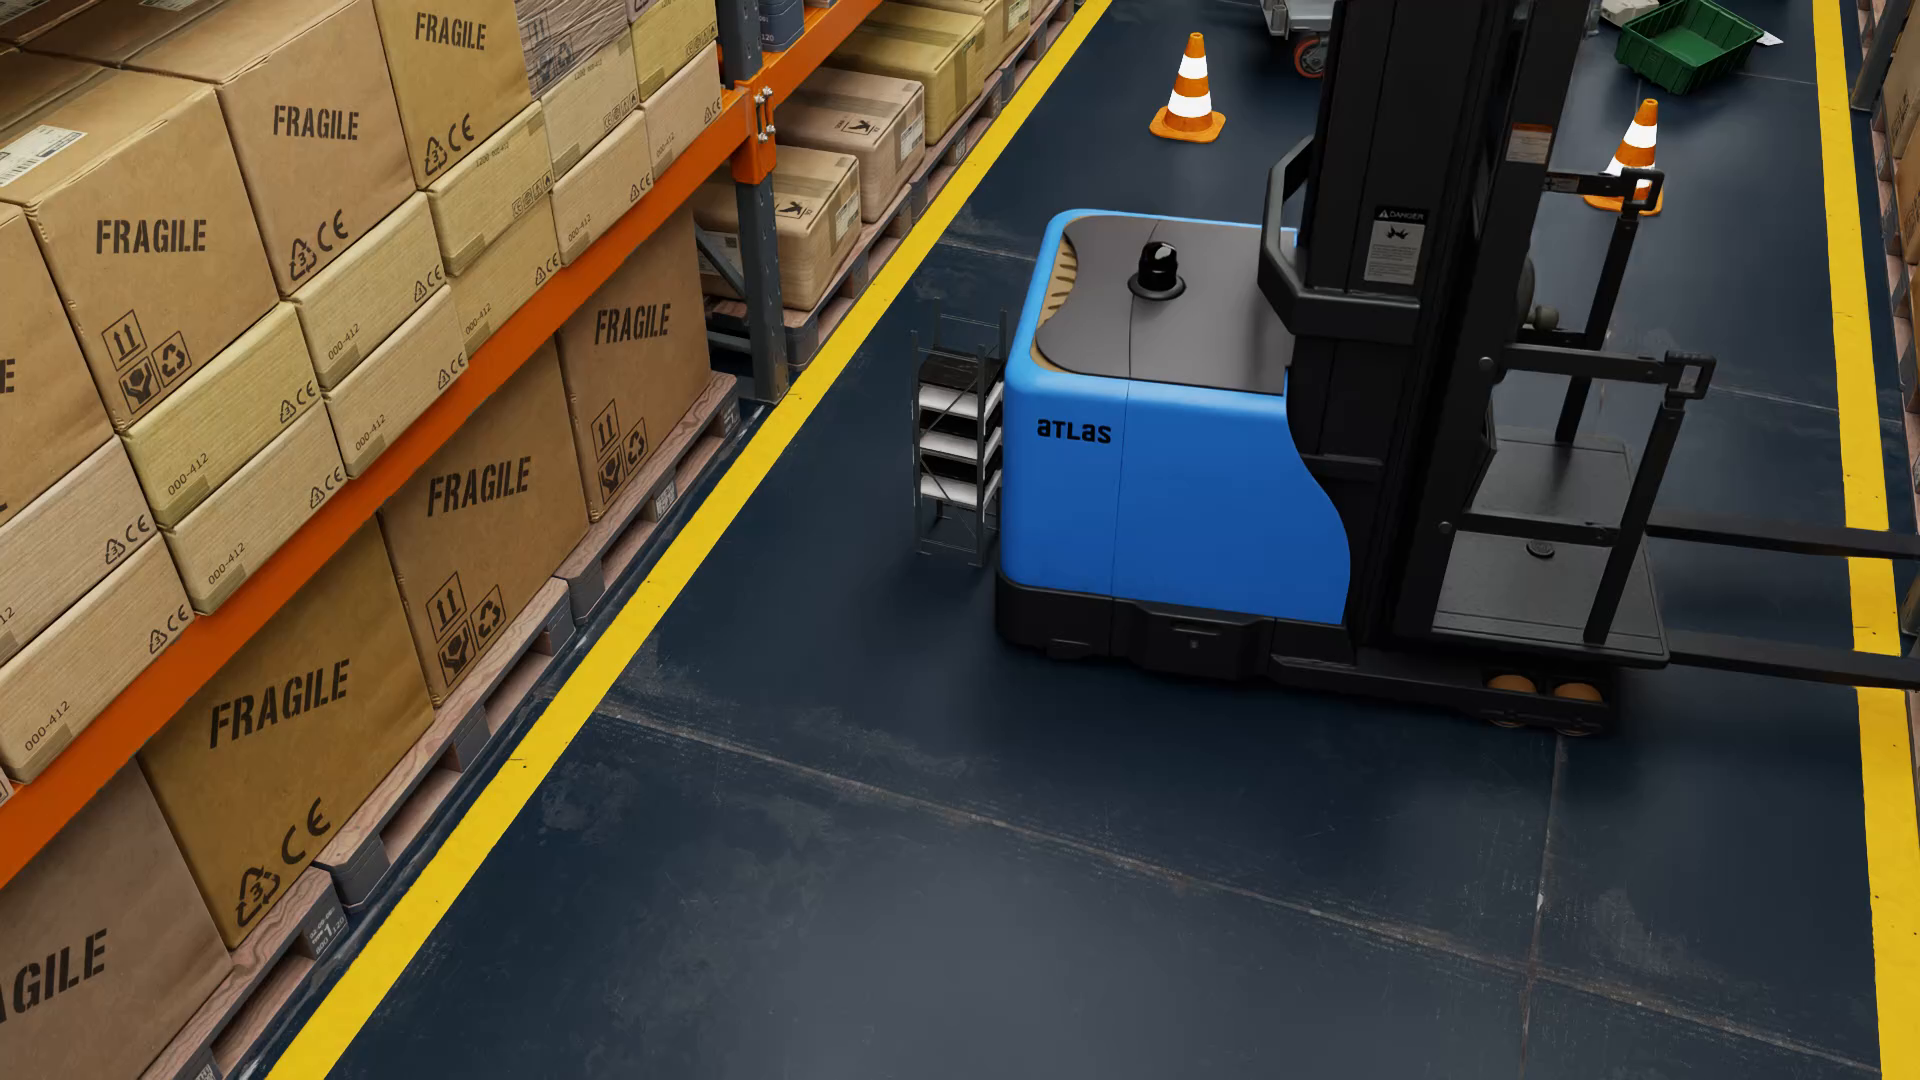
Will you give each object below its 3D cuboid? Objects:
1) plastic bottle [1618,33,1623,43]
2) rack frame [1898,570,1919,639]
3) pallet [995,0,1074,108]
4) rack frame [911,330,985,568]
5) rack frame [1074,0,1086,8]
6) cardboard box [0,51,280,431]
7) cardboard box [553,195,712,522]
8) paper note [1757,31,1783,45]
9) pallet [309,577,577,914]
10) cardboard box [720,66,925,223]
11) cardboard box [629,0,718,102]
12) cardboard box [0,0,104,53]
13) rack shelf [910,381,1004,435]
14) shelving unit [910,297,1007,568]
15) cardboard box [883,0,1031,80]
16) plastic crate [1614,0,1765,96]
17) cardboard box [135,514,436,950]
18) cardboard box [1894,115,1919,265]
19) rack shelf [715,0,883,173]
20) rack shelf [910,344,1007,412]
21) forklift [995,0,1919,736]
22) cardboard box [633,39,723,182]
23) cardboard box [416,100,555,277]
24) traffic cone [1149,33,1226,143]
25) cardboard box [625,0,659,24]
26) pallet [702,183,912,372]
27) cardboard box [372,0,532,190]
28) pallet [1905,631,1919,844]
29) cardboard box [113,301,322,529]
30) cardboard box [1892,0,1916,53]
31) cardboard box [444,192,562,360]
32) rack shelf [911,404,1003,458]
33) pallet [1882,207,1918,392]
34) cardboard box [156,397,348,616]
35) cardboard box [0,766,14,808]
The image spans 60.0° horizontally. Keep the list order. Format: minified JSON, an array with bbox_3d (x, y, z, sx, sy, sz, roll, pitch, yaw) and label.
[{"bbox_3d":[3.583,-2.584,8.731,0.133,0.061,0.283,-7,41,-8],"label":"plastic bottle"},{"bbox_3d":[3.538,-0.758,4.328,1.000,3.000,0.127,13,42,15],"label":"rack frame"},{"bbox_3d":[-0.045,-2.699,8.751,1.003,0.211,1.213,13,42,15],"label":"pallet"},{"bbox_3d":[-0.038,-0.275,5.379,0.240,0.900,0.006,13,42,15],"label":"rack frame"},{"bbox_3d":[0.220,-4.235,8.403,1.000,3.000,0.127,13,42,15],"label":"rack frame"},{"bbox_3d":[-1.773,-0.600,3.295,0.500,0.500,0.500,12,42,14],"label":"cardboard box"},{"bbox_3d":[-1.462,-0.744,5.624,0.875,0.875,0.875,13,42,15],"label":"cardboard box"},{"bbox_3d":[4.285,-2.680,8.867,0.147,0.020,0.142,-13,42,-15],"label":"paper note"},{"bbox_3d":[-1.907,0.471,5.035,1.003,0.211,1.213,13,42,15],"label":"pallet"},{"bbox_3d":[-0.700,-1.750,7.191,0.950,0.372,0.625,13,42,14],"label":"cardboard box"},{"bbox_3d":[-1.075,-1.577,5.017,0.500,0.250,0.500,13,42,15],"label":"cardboard box"},{"bbox_3d":[-2.074,-1.043,3.814,0.500,0.500,0.500,14,42,16],"label":"cardboard box"},{"bbox_3d":[-0.003,-0.449,5.357,0.258,0.077,0.200,13,42,15],"label":"rack shelf"},{"bbox_3d":[-0.003,-0.337,5.452,0.258,0.900,0.210,13,42,15],"label":"shelving unit"},{"bbox_3d":[-0.200,-2.635,8.229,0.950,0.372,0.625,16,43,18],"label":"cardboard box"},{"bbox_3d":[3.735,-2.547,8.546,0.662,0.188,0.450,-29,58,-29],"label":"plastic crate"},{"bbox_3d":[-2.077,0.344,4.349,0.875,0.875,0.875,14,43,16],"label":"cardboard box"},{"bbox_3d":[4.445,-1.516,6.625,1.050,0.750,0.750,13,42,15],"label":"cardboard box"},{"bbox_3d":[-0.464,-2.741,7.206,1.077,0.370,4.000,13,42,15],"label":"rack shelf"},{"bbox_3d":[-0.003,-0.517,5.299,0.258,0.077,0.200,13,42,15],"label":"rack shelf"},{"bbox_3d":[1.680,-0.896,4.541,3.031,2.935,1.130,7,41,8],"label":"forklift"},{"bbox_3d":[-1.077,-1.372,5.163,0.500,0.250,0.500,12,42,14],"label":"cardboard box"},{"bbox_3d":[-1.402,-0.946,4.278,0.500,0.250,0.500,12,42,14],"label":"cardboard box"},{"bbox_3d":[1.112,-2.203,7.975,0.336,0.463,0.334,13,42,15],"label":"traffic cone"},{"bbox_3d":[-1.079,-1.840,4.749,0.500,0.500,0.500,12,42,14],"label":"cardboard box"},{"bbox_3d":[-0.879,-1.211,7.006,1.003,0.211,1.213,13,42,15],"label":"pallet"},{"bbox_3d":[-1.423,-1.224,4.026,0.500,0.500,0.500,13,42,15],"label":"cardboard box"},{"bbox_3d":[3.270,0.779,4.674,1.003,0.211,1.213,13,42,15],"label":"pallet"},{"bbox_3d":[-1.751,-0.321,3.545,0.500,0.250,0.500,14,42,16],"label":"cardboard box"},{"bbox_3d":[5.187,-2.917,8.172,0.875,0.875,0.875,14,42,16],"label":"cardboard box"},{"bbox_3d":[-1.424,-0.754,4.438,0.500,0.250,0.500,13,42,15],"label":"cardboard box"},{"bbox_3d":[-0.003,-0.380,5.415,0.258,0.077,0.200,13,42,15],"label":"rack shelf"},{"bbox_3d":[4.298,-0.903,6.646,1.003,0.211,1.213,13,42,15],"label":"pallet"},{"bbox_3d":[-1.751,-0.133,3.711,0.500,0.250,0.500,13,42,15],"label":"cardboard box"},{"bbox_3d":[-2.117,0.492,2.978,0.500,0.250,0.500,12,42,14],"label":"cardboard box"}]
